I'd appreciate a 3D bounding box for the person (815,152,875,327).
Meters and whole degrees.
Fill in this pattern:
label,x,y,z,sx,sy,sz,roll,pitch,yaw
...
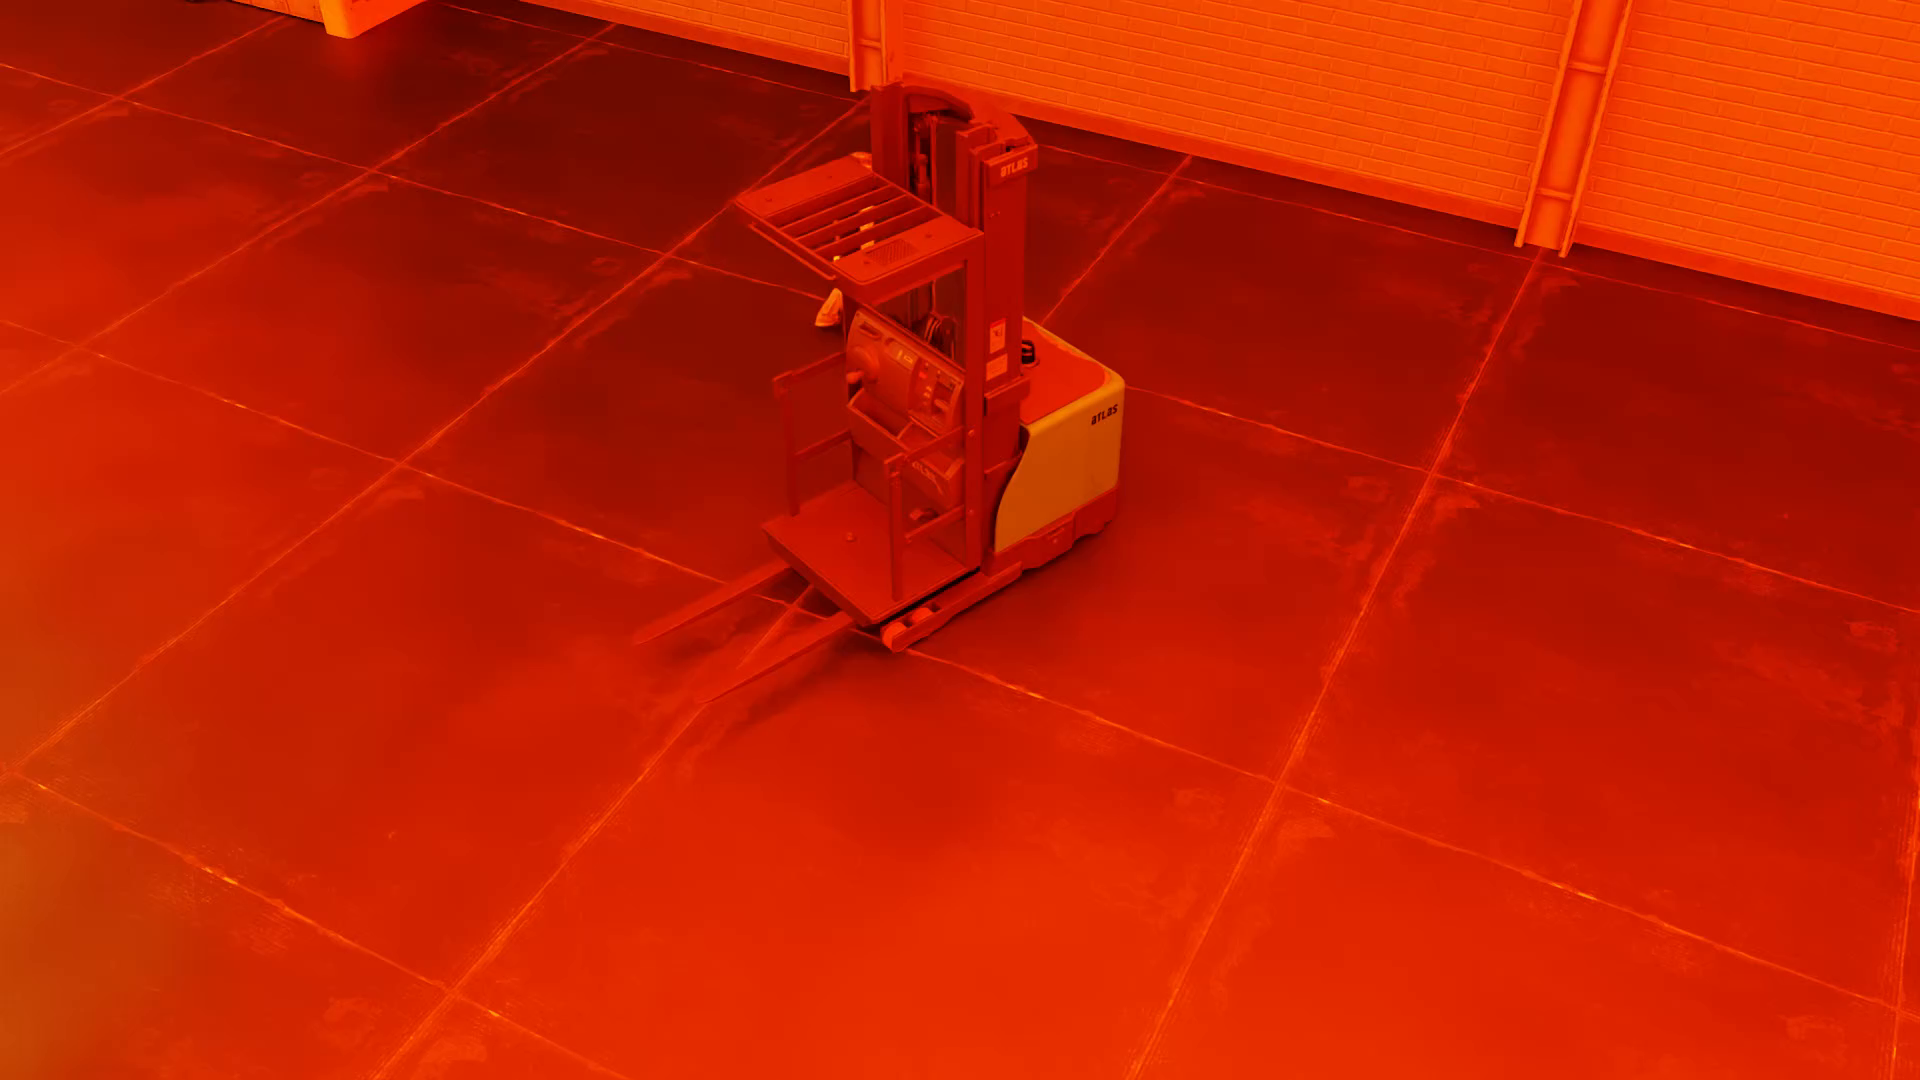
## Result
label,x,y,z,sx,sy,sz,roll,pitch,yaw
person,-0.660,-2.008,11.579,0.839,1.470,0.656,27,47,29

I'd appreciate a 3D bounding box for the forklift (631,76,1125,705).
label,x,y,z,sx,sy,sz,roll,pitch,yaw
forklift,-0.465,-0.867,9.016,3.031,2.935,1.130,-29,48,-30
